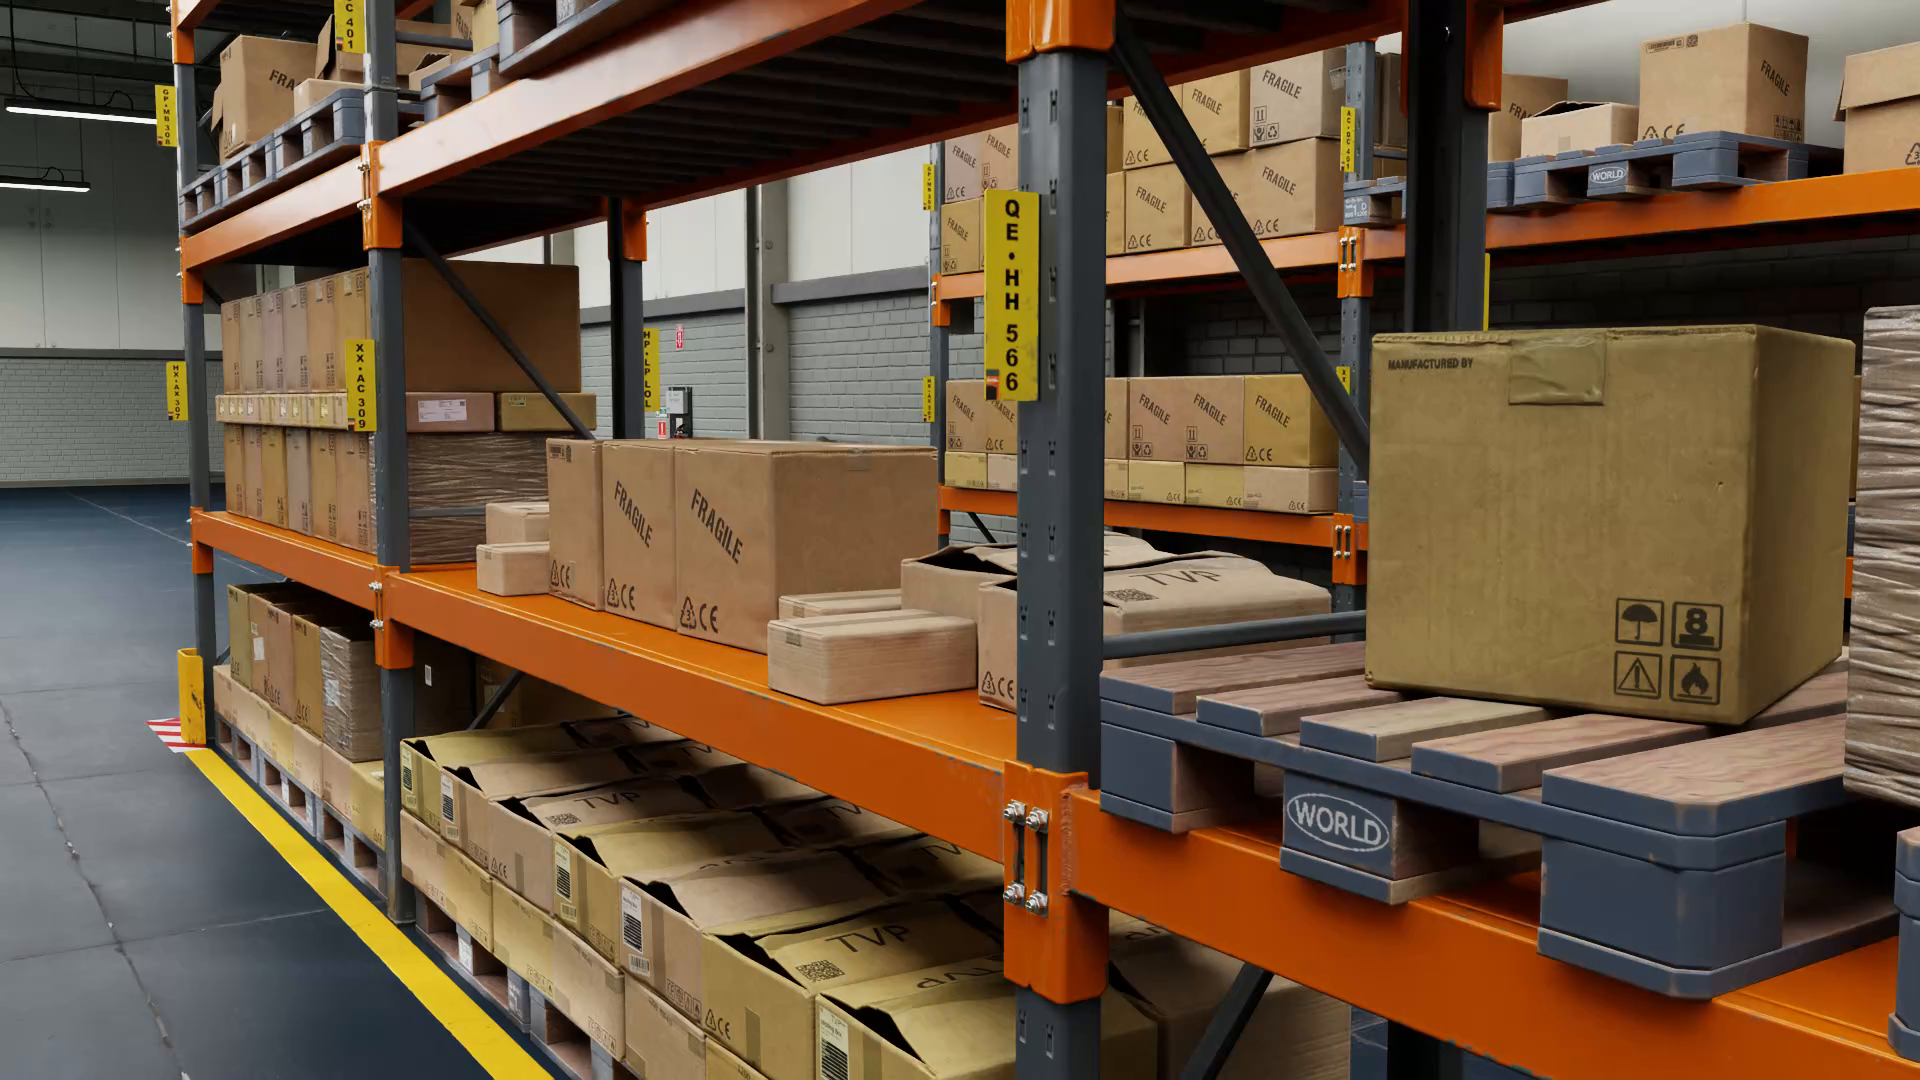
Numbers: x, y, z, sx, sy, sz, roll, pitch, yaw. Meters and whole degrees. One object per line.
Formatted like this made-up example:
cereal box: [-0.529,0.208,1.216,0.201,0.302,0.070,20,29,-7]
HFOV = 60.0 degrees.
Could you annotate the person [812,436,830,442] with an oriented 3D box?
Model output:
person: [-1.110,0.028,12.635,0.536,1.639,0.451,3,6,31]
